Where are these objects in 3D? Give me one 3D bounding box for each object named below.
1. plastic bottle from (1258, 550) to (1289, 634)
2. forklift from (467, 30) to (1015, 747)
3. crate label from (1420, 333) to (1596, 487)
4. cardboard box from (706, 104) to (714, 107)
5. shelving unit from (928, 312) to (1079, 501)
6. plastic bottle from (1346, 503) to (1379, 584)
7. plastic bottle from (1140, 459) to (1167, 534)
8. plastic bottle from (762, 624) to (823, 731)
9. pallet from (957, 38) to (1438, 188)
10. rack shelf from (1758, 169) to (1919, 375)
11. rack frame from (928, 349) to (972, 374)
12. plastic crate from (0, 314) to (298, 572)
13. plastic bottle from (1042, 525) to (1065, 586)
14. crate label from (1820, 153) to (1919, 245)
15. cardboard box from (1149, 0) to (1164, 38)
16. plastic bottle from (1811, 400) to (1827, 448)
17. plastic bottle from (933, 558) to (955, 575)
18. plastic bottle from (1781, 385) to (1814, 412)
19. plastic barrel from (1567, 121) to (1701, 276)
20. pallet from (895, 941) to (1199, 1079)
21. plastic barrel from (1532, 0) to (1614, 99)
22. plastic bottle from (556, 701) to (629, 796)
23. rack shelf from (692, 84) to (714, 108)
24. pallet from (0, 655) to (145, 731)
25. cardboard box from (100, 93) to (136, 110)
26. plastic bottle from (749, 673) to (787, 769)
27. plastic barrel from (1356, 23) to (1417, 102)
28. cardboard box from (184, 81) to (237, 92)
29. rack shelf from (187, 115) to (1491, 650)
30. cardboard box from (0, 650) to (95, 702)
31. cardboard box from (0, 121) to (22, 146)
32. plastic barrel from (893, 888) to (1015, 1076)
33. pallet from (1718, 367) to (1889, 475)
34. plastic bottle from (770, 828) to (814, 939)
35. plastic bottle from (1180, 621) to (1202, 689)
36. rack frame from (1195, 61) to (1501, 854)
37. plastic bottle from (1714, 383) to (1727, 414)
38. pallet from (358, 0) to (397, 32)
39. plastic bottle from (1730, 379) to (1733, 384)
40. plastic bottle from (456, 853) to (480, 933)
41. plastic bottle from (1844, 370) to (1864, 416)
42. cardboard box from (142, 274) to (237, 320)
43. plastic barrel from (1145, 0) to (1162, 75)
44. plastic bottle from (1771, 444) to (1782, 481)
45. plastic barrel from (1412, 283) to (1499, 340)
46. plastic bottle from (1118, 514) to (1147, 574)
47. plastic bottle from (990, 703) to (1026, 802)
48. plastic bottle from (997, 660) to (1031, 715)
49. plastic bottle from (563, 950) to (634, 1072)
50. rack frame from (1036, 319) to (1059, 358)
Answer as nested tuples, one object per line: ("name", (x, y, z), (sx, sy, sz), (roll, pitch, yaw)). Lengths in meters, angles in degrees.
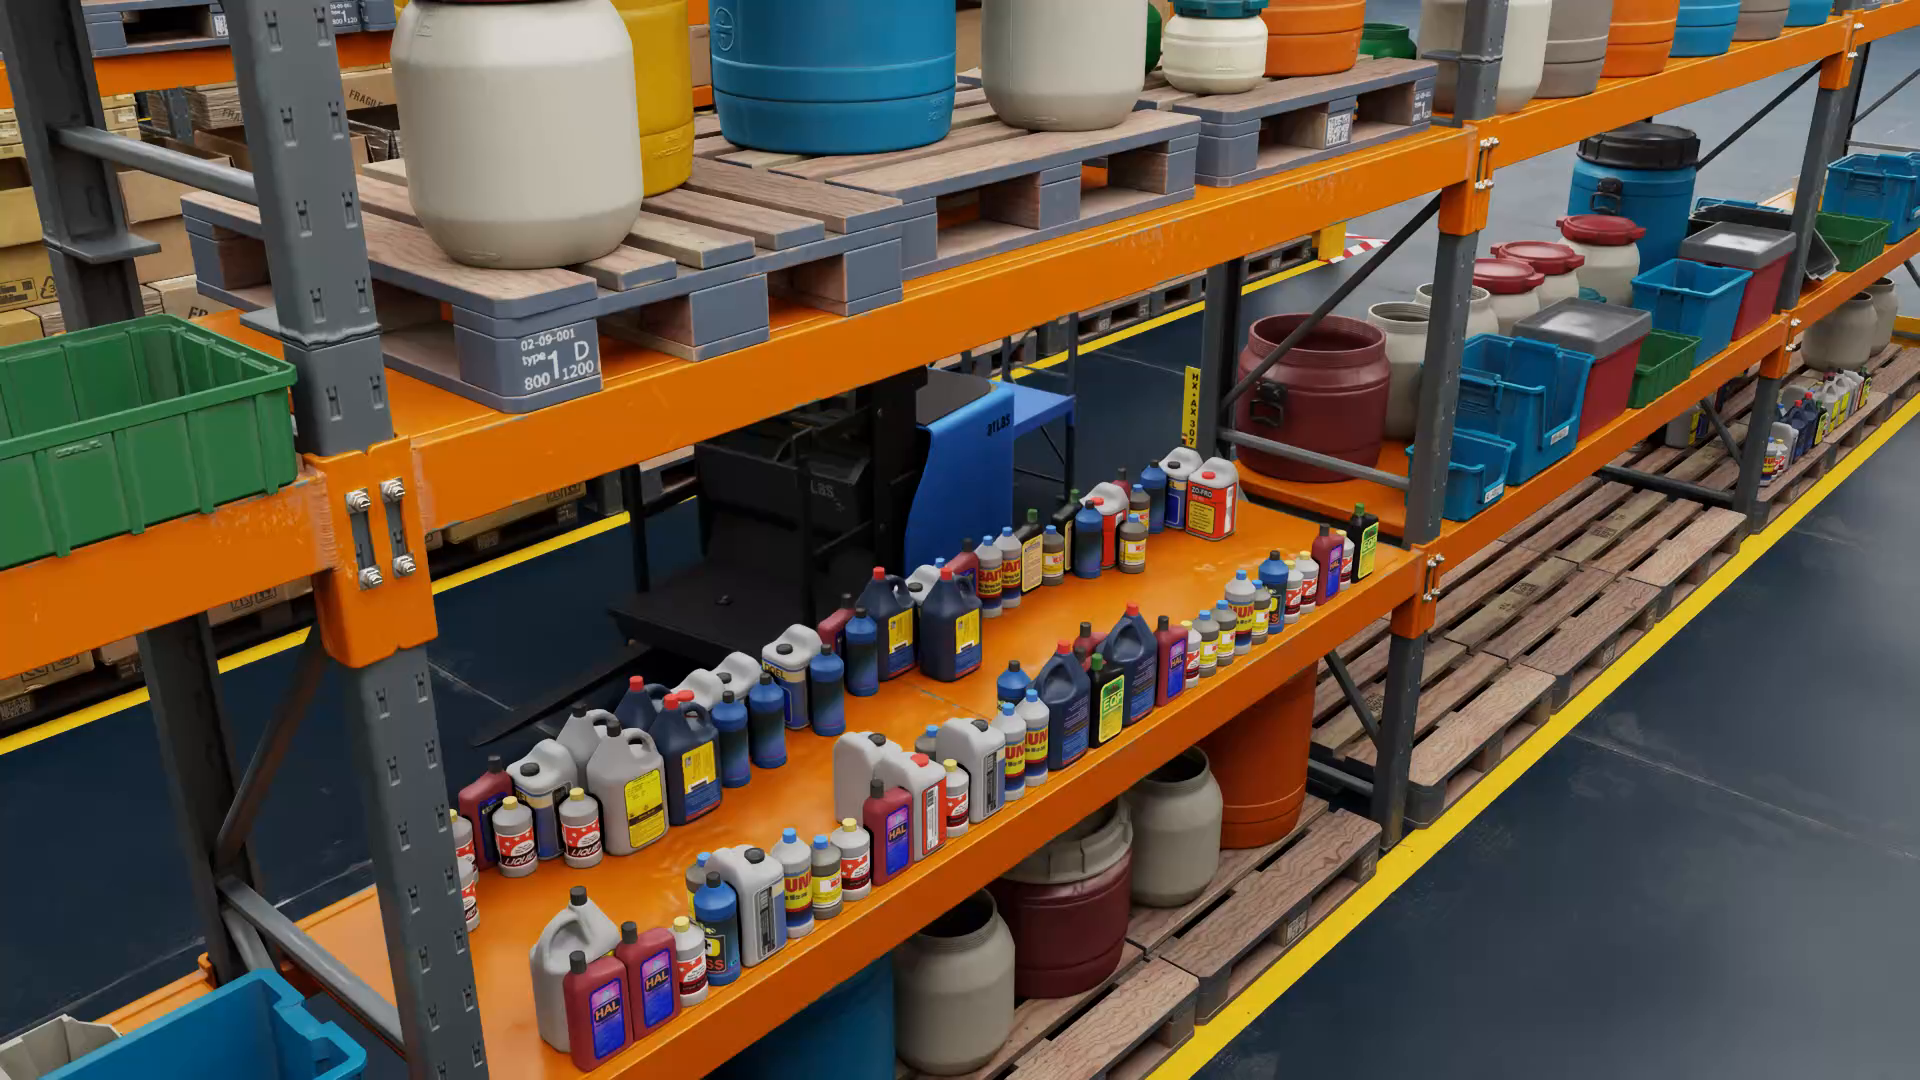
("plastic bottle", (1.009, 0.163, 5.378), (0.097, 0.271, 0.097), (0, 24, 0))
("forklift", (-0.933, -0.746, 7.332), (1.130, 2.935, 3.031), (15, 28, 30))
("crate label", (2.200, -0.541, 6.746), (0.502, 0.435, 0.616), (20, 31, 38))
("cardboard box", (-2.239, -3.922, 16.415), (0.875, 0.875, 0.875), (20, 31, 38))
("shelving unit", (0.153, -0.807, 9.217), (0.538, 1.500, 1.048), (17, 29, 33))
("plastic bottle", (1.383, -0.003, 5.732), (0.061, 0.283, 0.133), (20, 31, 38))
("plastic bottle", (0.708, -0.165, 6.110), (0.097, 0.271, 0.097), (0, 24, 0))
("plastic bottle", (-0.487, 0.395, 4.855), (0.152, 0.276, 0.135), (20, 31, 38))
("pallet", (0.752, -1.372, 5.208), (1.003, 0.211, 1.213), (20, 31, 38))
("rack shelf", (5.340, -1.795, 10.467), (1.077, 0.370, 4.000), (20, 31, 38))
("rack frame", (-0.150, -0.640, 8.845), (0.500, 1.500, 0.032), (17, 29, 33))
("plastic crate", (-1.392, -0.137, 2.482), (0.450, 0.188, 0.662), (20, 31, 38))
("plastic bottle", (0.311, 0.048, 5.719), (0.097, 0.201, 0.097), (0, 24, 0))
("crate label", (5.648, -2.114, 10.256), (0.502, 0.435, 0.616), (20, 31, 38))
("cardboard box", (1.139, -3.725, 12.183), (0.500, 0.500, 0.500), (20, 31, 38))
("plastic bottle", (5.120, -0.705, 9.937), (0.061, 0.283, 0.133), (22, 32, 40))
("plastic bottle", (-0.062, 0.186, 5.325), (0.097, 0.271, 0.097), (0, 24, 0))
("plastic bottle", (5.136, -0.825, 10.214), (0.152, 0.276, 0.135), (20, 31, 38))
("plastic barrel", (3.522, -1.708, 8.780), (0.600, 0.901, 0.708), (20, 31, 38))
("pallet", (0.026, 1.598, 5.427), (1.003, 0.211, 1.213), (20, 31, 38))
("plastic barrel", (2.045, -2.084, 5.952), (0.600, 0.901, 0.600), (0, 24, 0))
("plastic bottle", (-0.964, 0.576, 4.359), (0.144, 0.351, 0.185), (20, 31, 38))
("rack shelf", (-1.975, -4.533, 16.573), (1.077, 0.370, 4.000), (20, 31, 38))
("pallet", (-4.563, 0.587, 7.682), (1.003, 0.211, 1.213), (20, 31, 38))
("cardboard box", (-5.965, -3.107, 11.580), (0.380, 0.149, 0.250), (19, 30, 36))
("plastic bottle", (-0.536, 0.496, 4.635), (0.097, 0.271, 0.097), (0, 24, 0))
("plastic barrel", (1.462, -1.683, 5.860), (0.294, 0.245, 0.294), (0, 24, 0))
("cardboard box", (-5.672, -3.669, 12.422), (0.700, 0.500, 0.500), (20, 31, 37))
("rack shelf", (0.001, -0.727, 4.417), (1.077, 0.370, 4.000), (20, 31, 38))
("cardboard box", (-4.610, 0.148, 7.337), (1.225, 0.875, 0.875), (20, 31, 38))
("cardboard box", (-6.487, -2.732, 11.108), (0.380, 0.149, 0.250), (20, 31, 38))
("plastic barrel", (-0.042, 1.342, 5.118), (0.421, 0.512, 0.421), (0, 24, 0))
("pallet", (5.299, -0.809, 10.795), (1.003, 0.211, 1.213), (20, 31, 38))
("plastic bottle", (-0.399, 0.806, 3.944), (0.097, 0.271, 0.097), (0, 24, 0))
("plastic bottle", (0.684, 0.343, 5.062), (0.097, 0.201, 0.097), (0, 24, 0))
("rack frame", (1.336, -0.296, 6.243), (1.000, 3.000, 0.127), (20, 31, 38))
("plastic bottle", (4.755, -0.927, 10.433), (0.061, 0.283, 0.133), (20, 31, 38))
("pallet", (-2.743, -2.720, 8.214), (1.213, 0.211, 1.003), (22, 32, 40))
("plastic bottle", (5.068, -1.163, 10.960), (0.061, 0.283, 0.133), (21, 31, 38))
("plastic bottle", (-1.206, 0.834, 3.967), (0.097, 0.201, 0.097), (0, 24, 0))
("plastic bottle", (5.587, -0.942, 10.477), (0.152, 0.276, 0.135), (20, 31, 38))
("cardboard box", (-3.519, -1.011, 7.717), (0.500, 0.500, 0.500), (21, 32, 38))
("plastic barrel", (0.457, -1.525, 4.995), (0.294, 0.245, 0.294), (0, 24, 0))
("plastic bottle", (4.612, -0.446, 9.462), (0.097, 0.201, 0.097), (0, 24, 0))
("plastic barrel", (2.144, -0.847, 7.335), (0.421, 0.512, 0.421), (0, 24, 0))
("plastic bottle", (0.603, 0.008, 5.809), (0.097, 0.201, 0.097), (0, 24, 0))
("plastic bottle", (0.129, 0.564, 4.482), (0.097, 0.271, 0.097), (0, 24, 0))
("plastic bottle", (0.152, 0.466, 4.703), (0.097, 0.271, 0.097), (0, 24, 0))
("plastic bottle", (-0.771, 0.981, 3.538), (0.061, 0.283, 0.133), (20, 31, 38))
("rack frame", (0.317, -2.867, 11.977), (1.000, 3.000, 0.127), (20, 31, 38))
